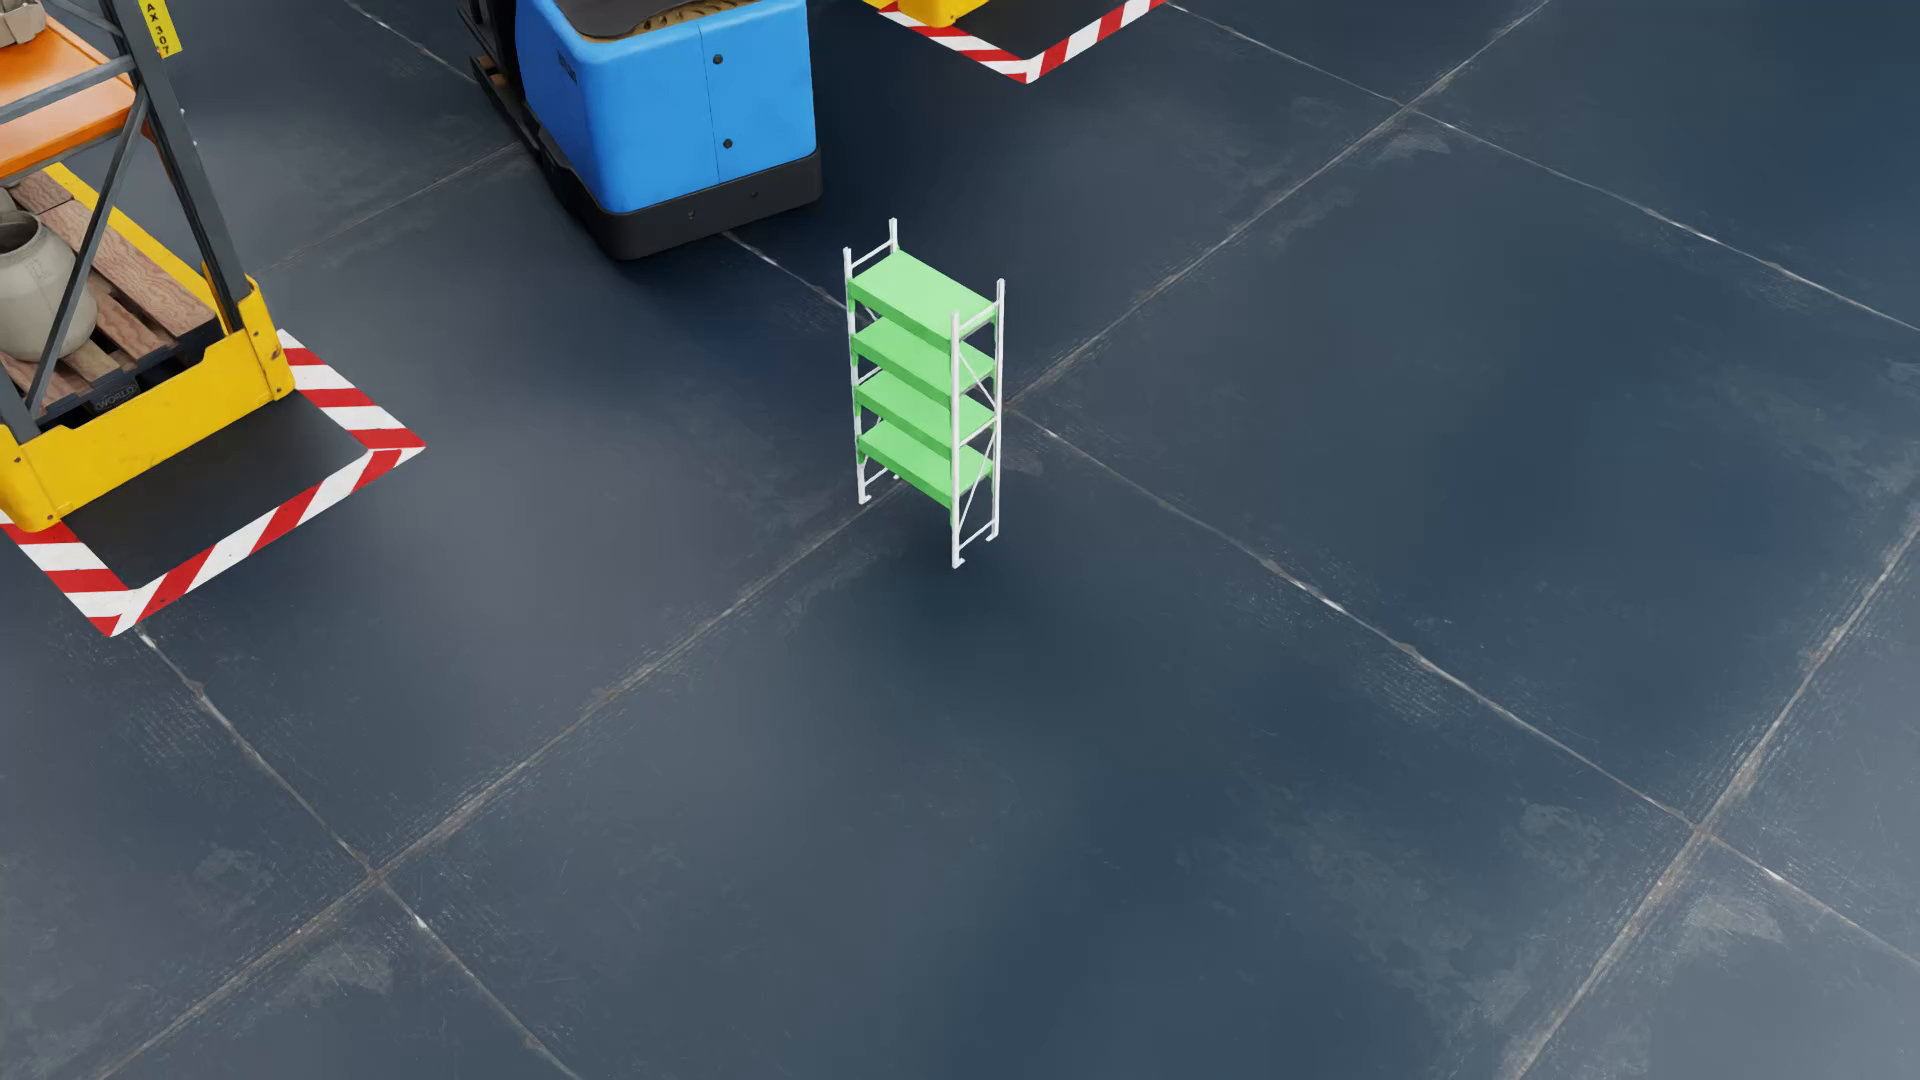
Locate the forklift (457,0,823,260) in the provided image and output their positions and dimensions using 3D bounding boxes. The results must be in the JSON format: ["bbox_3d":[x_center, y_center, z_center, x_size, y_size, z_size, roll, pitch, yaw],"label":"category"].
[{"bbox_3d":[-1.796,-3.303,7.341,1.130,2.935,3.031,-23,51,-20],"label":"forklift"}]

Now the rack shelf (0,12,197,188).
[{"bbox_3d":[-4.613,-2.163,6.716,4.000,0.370,1.077,34,55,28],"label":"rack shelf"}]

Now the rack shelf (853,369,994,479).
[{"bbox_3d":[-0.122,-0.449,5.936,0.480,0.148,0.258,34,55,28],"label":"rack shelf"}]

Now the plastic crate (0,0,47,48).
[{"bbox_3d":[-3.583,-1.945,6.199,0.250,0.136,0.298,34,55,28],"label":"plastic crate"}]

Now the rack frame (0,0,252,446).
[{"bbox_3d":[-3.143,-1.420,5.526,0.127,3.000,1.000,34,55,28],"label":"rack frame"}]

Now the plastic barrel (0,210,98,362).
[{"bbox_3d":[-3.679,-0.997,6.547,0.421,0.512,0.421,0,47,0],"label":"plastic barrel"}]

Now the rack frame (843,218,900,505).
[{"bbox_3d":[-0.301,-0.613,6.003,0.015,1.200,0.240,34,55,28],"label":"rack frame"}]

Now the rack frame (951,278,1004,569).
[{"bbox_3d":[0.058,-0.372,5.776,0.015,1.200,0.240,34,55,28],"label":"rack frame"}]

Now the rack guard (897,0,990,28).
[{"bbox_3d":[0.160,-3.255,8.964,0.348,0.500,1.175,34,55,28],"label":"rack guard"}]

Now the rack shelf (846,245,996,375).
[{"bbox_3d":[-0.122,-0.777,5.586,0.480,0.148,0.258,34,55,28],"label":"rack shelf"}]

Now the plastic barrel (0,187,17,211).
[{"bbox_3d":[-4.047,-1.244,6.779,0.421,0.512,0.421,0,47,0],"label":"plastic barrel"}]

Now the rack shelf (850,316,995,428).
[{"bbox_3d":[-0.122,-0.613,5.761,0.480,0.148,0.258,34,55,28],"label":"rack shelf"}]

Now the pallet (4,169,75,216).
[{"bbox_3d":[-4.717,-1.486,7.500,1.213,0.211,1.003,34,55,28],"label":"pallet"}]

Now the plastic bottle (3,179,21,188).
[{"bbox_3d":[-4.264,-1.700,7.358,0.097,0.271,0.097,0,47,0],"label":"plastic bottle"}]

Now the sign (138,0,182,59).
[{"bbox_3d":[-2.767,-1.807,5.699,0.005,0.325,0.100,34,55,28],"label":"sign"}]

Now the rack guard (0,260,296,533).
[{"bbox_3d":[-3.231,-0.577,6.449,0.348,0.500,1.175,34,55,28],"label":"rack guard"}]

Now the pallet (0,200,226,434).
[{"bbox_3d":[-3.824,-0.882,6.934,1.213,0.211,1.003,34,55,28],"label":"pallet"}]

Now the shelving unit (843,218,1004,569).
[{"bbox_3d":[-0.122,-0.493,5.889,0.503,1.200,0.258,34,55,28],"label":"shelving unit"}]

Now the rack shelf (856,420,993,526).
[{"bbox_3d":[-0.122,-0.285,6.111,0.480,0.148,0.258,34,55,28],"label":"rack shelf"}]
